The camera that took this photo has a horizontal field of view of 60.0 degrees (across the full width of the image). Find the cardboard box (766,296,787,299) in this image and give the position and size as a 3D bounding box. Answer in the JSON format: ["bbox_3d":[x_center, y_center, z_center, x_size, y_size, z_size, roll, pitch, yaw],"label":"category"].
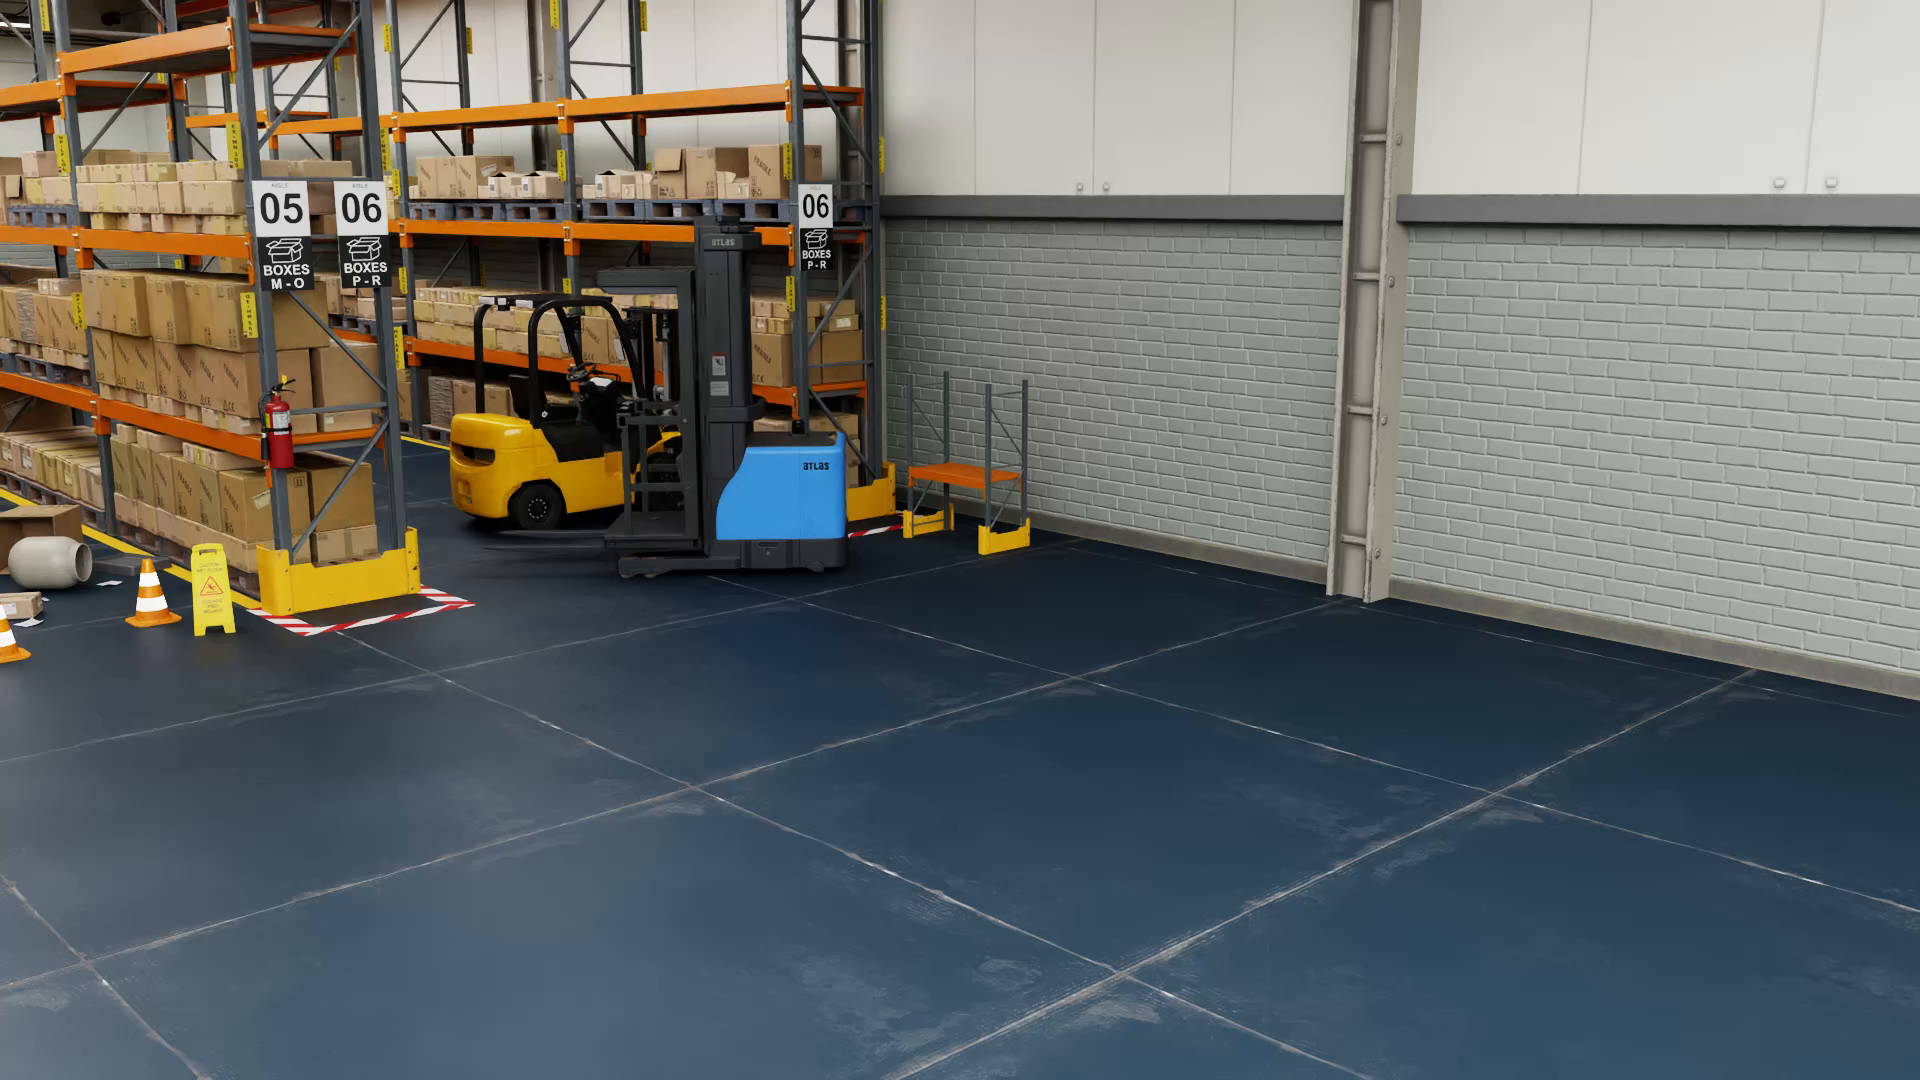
[{"bbox_3d":[-1.758,-2.390,16.823,0.380,0.149,0.250,-11,16,-42],"label":"cardboard box"}]

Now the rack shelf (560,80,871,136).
[{"bbox_3d":[-2.553,-4.363,16.900,1.077,0.370,4.000,-11,16,-43],"label":"rack shelf"}]

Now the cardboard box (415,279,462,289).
[{"bbox_3d":[-6.939,-3.200,22.060,0.500,0.500,0.500,-10,15,-40],"label":"cardboard box"}]

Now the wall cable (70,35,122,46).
[{"bbox_3d":[-15.193,-10.681,31.007,2.988,3.039,0.133,-11,16,-43],"label":"wall cable"}]

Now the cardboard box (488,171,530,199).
[{"bbox_3d":[-5.140,-4.129,19.355,0.500,0.311,0.500,11,16,43],"label":"cardboard box"}]

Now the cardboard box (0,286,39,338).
[{"bbox_3d":[-9.775,-2.384,17.361,0.500,0.500,0.500,-10,15,-40],"label":"cardboard box"}]

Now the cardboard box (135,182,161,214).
[{"bbox_3d":[-6.366,-2.789,13.556,0.500,0.250,0.500,-11,16,-42],"label":"cardboard box"}]

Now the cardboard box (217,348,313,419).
[{"bbox_3d":[-5.333,-1.224,12.774,0.500,0.500,0.500,-11,16,-44],"label":"cardboard box"}]

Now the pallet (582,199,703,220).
[{"bbox_3d":[-3.326,-3.570,17.929,1.003,0.211,1.213,-11,16,-43],"label":"pallet"}]

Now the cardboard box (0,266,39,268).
[{"bbox_3d":[-10.797,-2.872,19.031,0.500,0.500,0.500,-11,16,-42],"label":"cardboard box"}]

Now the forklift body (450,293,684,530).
[{"bbox_3d":[-3.801,-1.288,16.171,2.313,2.155,1.214,-11,16,-43],"label":"forklift body"}]

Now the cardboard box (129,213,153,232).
[{"bbox_3d":[-6.657,-2.639,13.813,0.380,0.149,0.250,-11,16,-44],"label":"cardboard box"}]

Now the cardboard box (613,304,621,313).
[{"bbox_3d":[-3.524,-2.477,17.982,0.380,0.149,0.250,-11,16,-43],"label":"cardboard box"}]

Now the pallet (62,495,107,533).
[{"bbox_3d":[-8.060,-0.320,16.281,1.003,0.211,1.213,-11,16,-43],"label":"pallet"}]

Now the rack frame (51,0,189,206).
[{"bbox_3d":[-7.521,-4.511,14.844,1.000,3.000,0.127,-11,16,-43],"label":"rack frame"}]

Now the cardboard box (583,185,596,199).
[{"bbox_3d":[-3.844,-3.758,17.956,0.380,0.149,0.250,-10,16,-41],"label":"cardboard box"}]

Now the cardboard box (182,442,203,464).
[{"bbox_3d":[-6.155,-0.733,13.683,0.380,0.149,0.250,-10,15,-40],"label":"cardboard box"}]

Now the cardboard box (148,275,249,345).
[{"bbox_3d":[-6.040,-1.852,13.344,0.700,0.500,0.500,-11,16,-43],"label":"cardboard box"}]

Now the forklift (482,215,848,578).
[{"bbox_3d":[-2.483,-1.232,13.969,3.031,2.935,1.130,-1,12,-3],"label":"forklift"}]

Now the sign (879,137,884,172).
[{"bbox_3d":[-0.766,-3.693,15.948,0.100,0.325,0.005,-11,16,-43],"label":"sign"}]

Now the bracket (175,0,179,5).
[{"bbox_3d":[-13.401,-9.126,28.327,0.235,0.232,0.430,-11,16,-43],"label":"bracket"}]

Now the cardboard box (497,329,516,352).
[{"bbox_3d":[-5.143,-2.378,19.729,0.500,0.250,0.500,-11,16,-42],"label":"cardboard box"}]

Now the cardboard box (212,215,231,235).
[{"bbox_3d":[-5.403,-2.380,12.556,0.380,0.149,0.250,-11,16,-42],"label":"cardboard box"}]

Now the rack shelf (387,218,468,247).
[{"bbox_3d":[-8.077,-4.257,22.829,1.077,0.370,4.000,-11,16,-43],"label":"rack shelf"}]

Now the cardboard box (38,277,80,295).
[{"bbox_3d":[-8.695,-2.462,16.133,0.250,0.149,0.380,11,16,43],"label":"cardboard box"}]

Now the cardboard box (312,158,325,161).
[{"bbox_3d":[-8.991,-5.313,23.739,0.396,0.266,0.258,-11,16,-43],"label":"cardboard box"}]

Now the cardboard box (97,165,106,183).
[{"bbox_3d":[-7.163,-3.144,14.290,0.250,0.149,0.380,11,16,43],"label":"cardboard box"}]

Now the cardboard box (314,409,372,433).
[{"bbox_3d":[-4.844,-0.944,13.022,0.380,0.149,0.250,-11,16,-42],"label":"cardboard box"}]

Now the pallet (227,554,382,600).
[{"bbox_3d":[-5.347,0.242,13.550,1.003,0.211,1.213,-11,16,-43],"label":"pallet"}]

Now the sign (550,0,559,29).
[{"bbox_3d":[-4.318,-5.622,17.726,0.100,0.325,0.005,-11,16,-43],"label":"sign"}]

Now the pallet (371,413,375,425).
[{"bbox_3d":[-8.023,-1.775,23.342,1.003,0.211,1.213,-11,16,-43],"label":"pallet"}]

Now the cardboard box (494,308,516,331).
[{"bbox_3d":[-5.167,-2.622,19.674,0.500,0.250,0.500,-10,16,-41],"label":"cardboard box"}]

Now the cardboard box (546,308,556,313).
[{"bbox_3d":[-4.522,-2.686,18.996,0.380,0.149,0.250,-11,16,-43],"label":"cardboard box"}]

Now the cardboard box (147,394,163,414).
[{"bbox_3d":[-6.659,-1.171,14.122,0.380,0.149,0.250,-11,16,-42],"label":"cardboard box"}]

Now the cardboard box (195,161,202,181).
[{"bbox_3d":[-5.684,-2.856,12.889,0.380,0.149,0.250,-11,16,-42],"label":"cardboard box"}]

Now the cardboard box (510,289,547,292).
[{"bbox_3d":[-5.352,-3.027,20.654,0.380,0.149,0.250,-11,16,-43],"label":"cardboard box"}]

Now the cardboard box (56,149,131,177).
[{"bbox_3d":[-8.014,-3.486,15.393,0.500,0.250,0.500,-10,16,-41],"label":"cardboard box"}]

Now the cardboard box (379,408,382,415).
[{"bbox_3d":[-7.482,-1.936,22.368,0.500,0.500,0.500,-11,16,-43],"label":"cardboard box"}]

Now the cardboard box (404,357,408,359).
[{"bbox_3d":[-7.918,-2.494,23.467,0.250,0.149,0.380,11,16,43],"label":"cardboard box"}]

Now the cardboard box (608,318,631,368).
[{"bbox_3d":[-3.445,-2.139,17.950,0.500,0.500,0.500,-11,16,-42],"label":"cardboard box"}]

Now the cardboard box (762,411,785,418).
[{"bbox_3d":[-2.072,-1.127,16.583,0.500,0.250,0.500,-11,16,-42],"label":"cardboard box"}]

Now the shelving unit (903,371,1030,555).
[{"bbox_3d":[0.053,-0.723,15.045,0.587,1.500,1.083,-11,16,-43],"label":"shelving unit"}]

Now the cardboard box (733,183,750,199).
[{"bbox_3d":[-1.963,-3.360,16.027,0.250,0.149,0.380,11,16,44],"label":"cardboard box"}]

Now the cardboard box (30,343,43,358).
[{"bbox_3d":[-9.113,-1.923,16.732,0.380,0.149,0.250,-10,15,-41],"label":"cardboard box"}]

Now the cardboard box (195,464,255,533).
[{"bbox_3d":[-5.864,-0.371,13.534,0.500,0.500,0.500,-10,15,-40],"label":"cardboard box"}]

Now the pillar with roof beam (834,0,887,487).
[{"bbox_3d":[-4.114,-4.247,13.561,9.100,9.000,0.400,-11,16,-43],"label":"pillar with roof beam"}]

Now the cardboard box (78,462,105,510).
[{"bbox_3d":[-7.885,-0.567,16.042,0.950,0.372,0.625,-11,16,-42],"label":"cardboard box"}]

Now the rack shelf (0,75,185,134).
[{"bbox_3d":[-8.902,-4.254,16.373,1.077,0.370,4.000,-11,16,-43],"label":"rack shelf"}]

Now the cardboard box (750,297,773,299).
[{"bbox_3d":[-2.083,-2.329,16.529,0.380,0.149,0.250,-11,16,-42],"label":"cardboard box"}]

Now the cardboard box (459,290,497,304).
[{"bbox_3d":[-5.923,-2.986,20.455,0.380,0.149,0.250,-11,16,-42],"label":"cardboard box"}]

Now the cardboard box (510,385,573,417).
[{"bbox_3d":[-4.833,-1.496,19.923,0.875,0.625,0.625,-11,16,-43],"label":"cardboard box"}]

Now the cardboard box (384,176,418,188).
[{"bbox_3d":[-7.148,-4.594,21.328,0.380,0.149,0.250,-10,15,-41],"label":"cardboard box"}]

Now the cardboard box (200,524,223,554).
[{"bbox_3d":[-5.864,-0.005,13.614,0.500,0.250,0.500,-11,16,-42],"label":"cardboard box"}]

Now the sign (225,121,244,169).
[{"bbox_3d":[-5.174,-2.817,11.862,0.100,0.325,0.005,-11,16,-43],"label":"sign"}]

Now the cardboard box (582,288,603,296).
[{"bbox_3d":[-3.928,-2.689,18.277,0.380,0.149,0.250,-10,16,-41],"label":"cardboard box"}]

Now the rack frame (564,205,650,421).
[{"bbox_3d":[-3.934,-2.265,18.809,1.000,3.000,0.127,-11,16,-43],"label":"rack frame"}]
